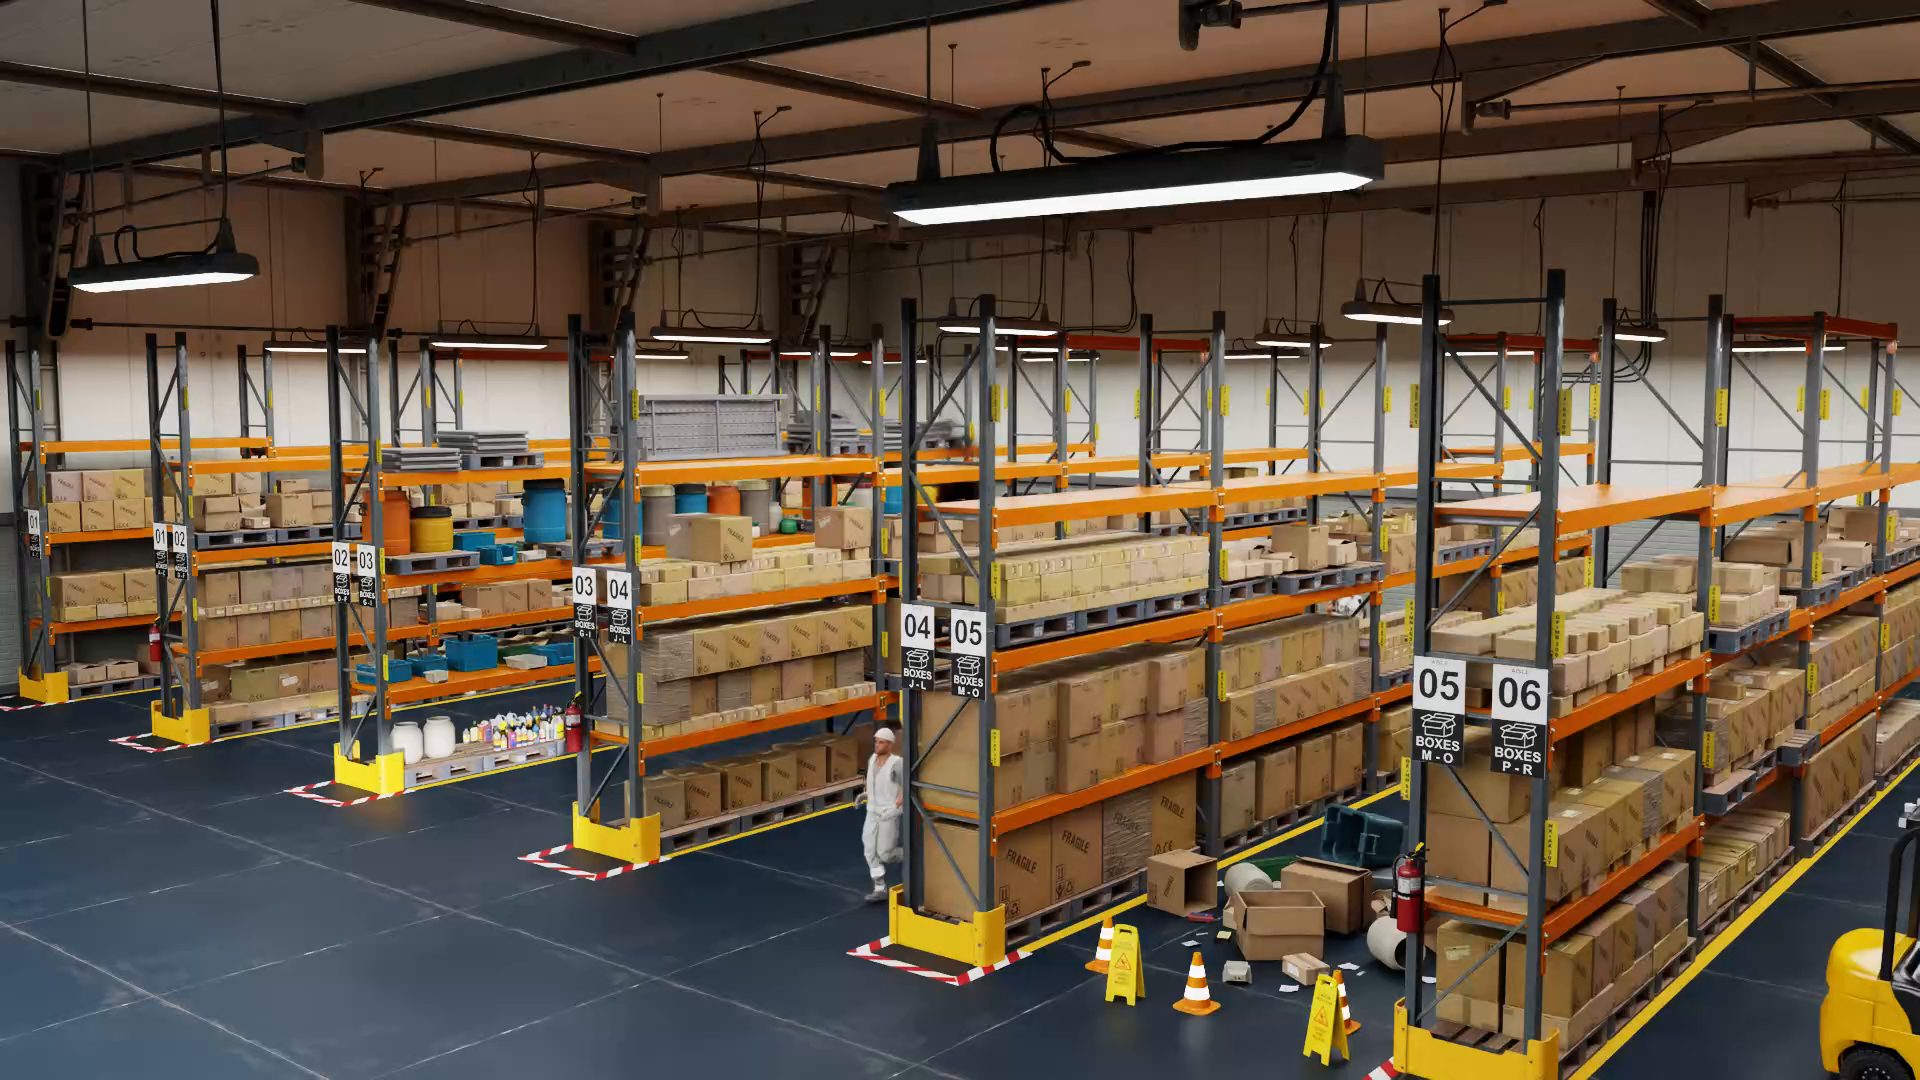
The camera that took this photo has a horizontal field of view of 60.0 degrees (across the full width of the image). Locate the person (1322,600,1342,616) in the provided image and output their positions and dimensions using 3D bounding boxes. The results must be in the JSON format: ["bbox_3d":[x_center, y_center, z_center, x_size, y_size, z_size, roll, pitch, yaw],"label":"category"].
[{"bbox_3d":[6.339,1.797,28.448,0.577,1.643,0.613,4,7,41],"label":"person"}]

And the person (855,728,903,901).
[{"bbox_3d":[-0.744,2.773,16.925,0.663,1.758,0.714,4,7,40],"label":"person"}]

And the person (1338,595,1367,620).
[{"bbox_3d":[7.328,1.574,30.936,0.613,1.622,0.526,-1,5,-13],"label":"person"}]
